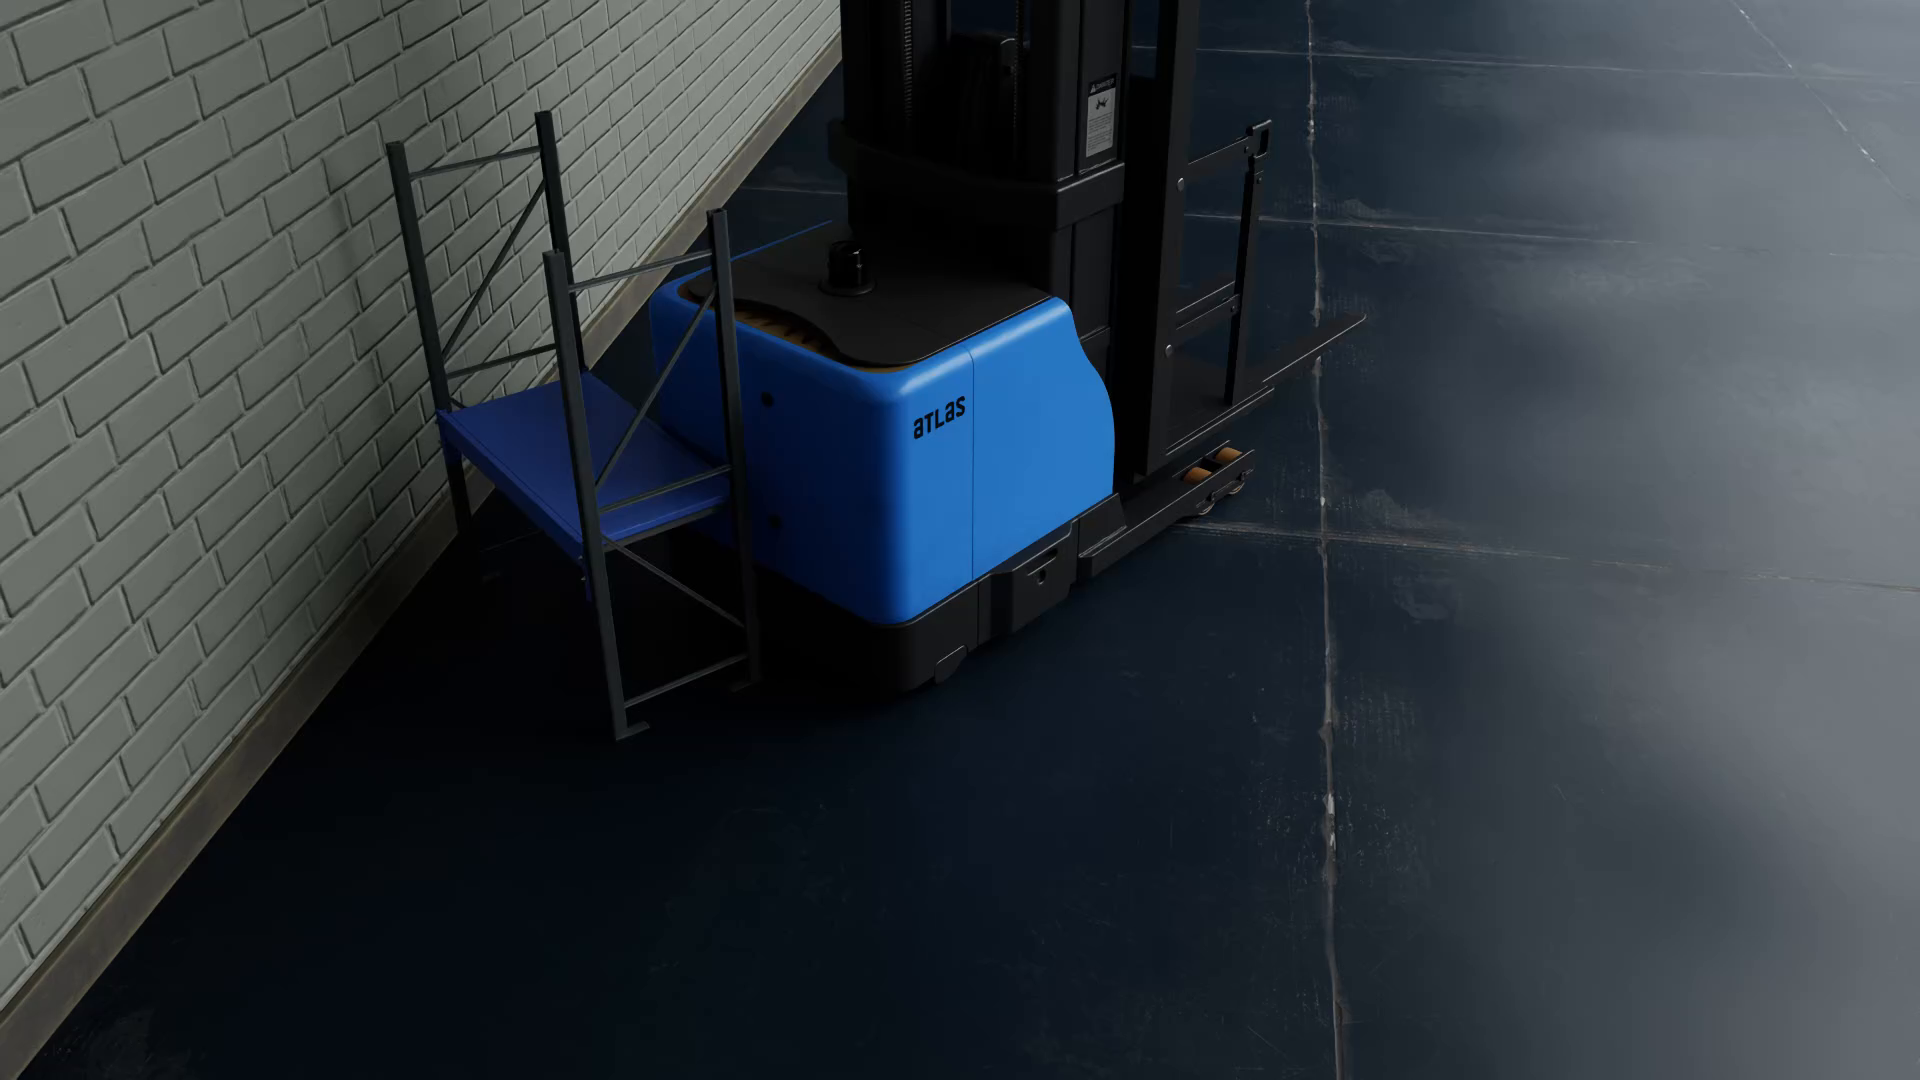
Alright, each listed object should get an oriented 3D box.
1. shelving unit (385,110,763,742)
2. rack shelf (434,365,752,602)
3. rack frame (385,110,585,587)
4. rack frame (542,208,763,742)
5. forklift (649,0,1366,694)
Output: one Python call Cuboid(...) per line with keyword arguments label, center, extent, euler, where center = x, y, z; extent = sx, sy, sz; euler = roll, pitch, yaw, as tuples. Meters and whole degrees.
Cuboid(label="shelving unit", center=(-1.117, -0.351, 4.897), extent=(0.538, 1.500, 1.048), euler=(-22, 38, -31))
Cuboid(label="rack shelf", center=(-1.117, -0.198, 4.992), extent=(0.538, 0.185, 1.000), euler=(-22, 38, -31))
Cuboid(label="rack frame", center=(-1.425, -0.565, 5.239), extent=(0.500, 1.500, 0.032), euler=(-22, 38, -31))
Cuboid(label="rack frame", center=(-0.808, -0.137, 4.555), extent=(0.500, 1.500, 0.032), euler=(-22, 38, -31))
Cuboid(label="forklift", center=(0.412, -1.490, 5.368), extent=(1.130, 2.935, 3.031), euler=(25, 40, 34))
